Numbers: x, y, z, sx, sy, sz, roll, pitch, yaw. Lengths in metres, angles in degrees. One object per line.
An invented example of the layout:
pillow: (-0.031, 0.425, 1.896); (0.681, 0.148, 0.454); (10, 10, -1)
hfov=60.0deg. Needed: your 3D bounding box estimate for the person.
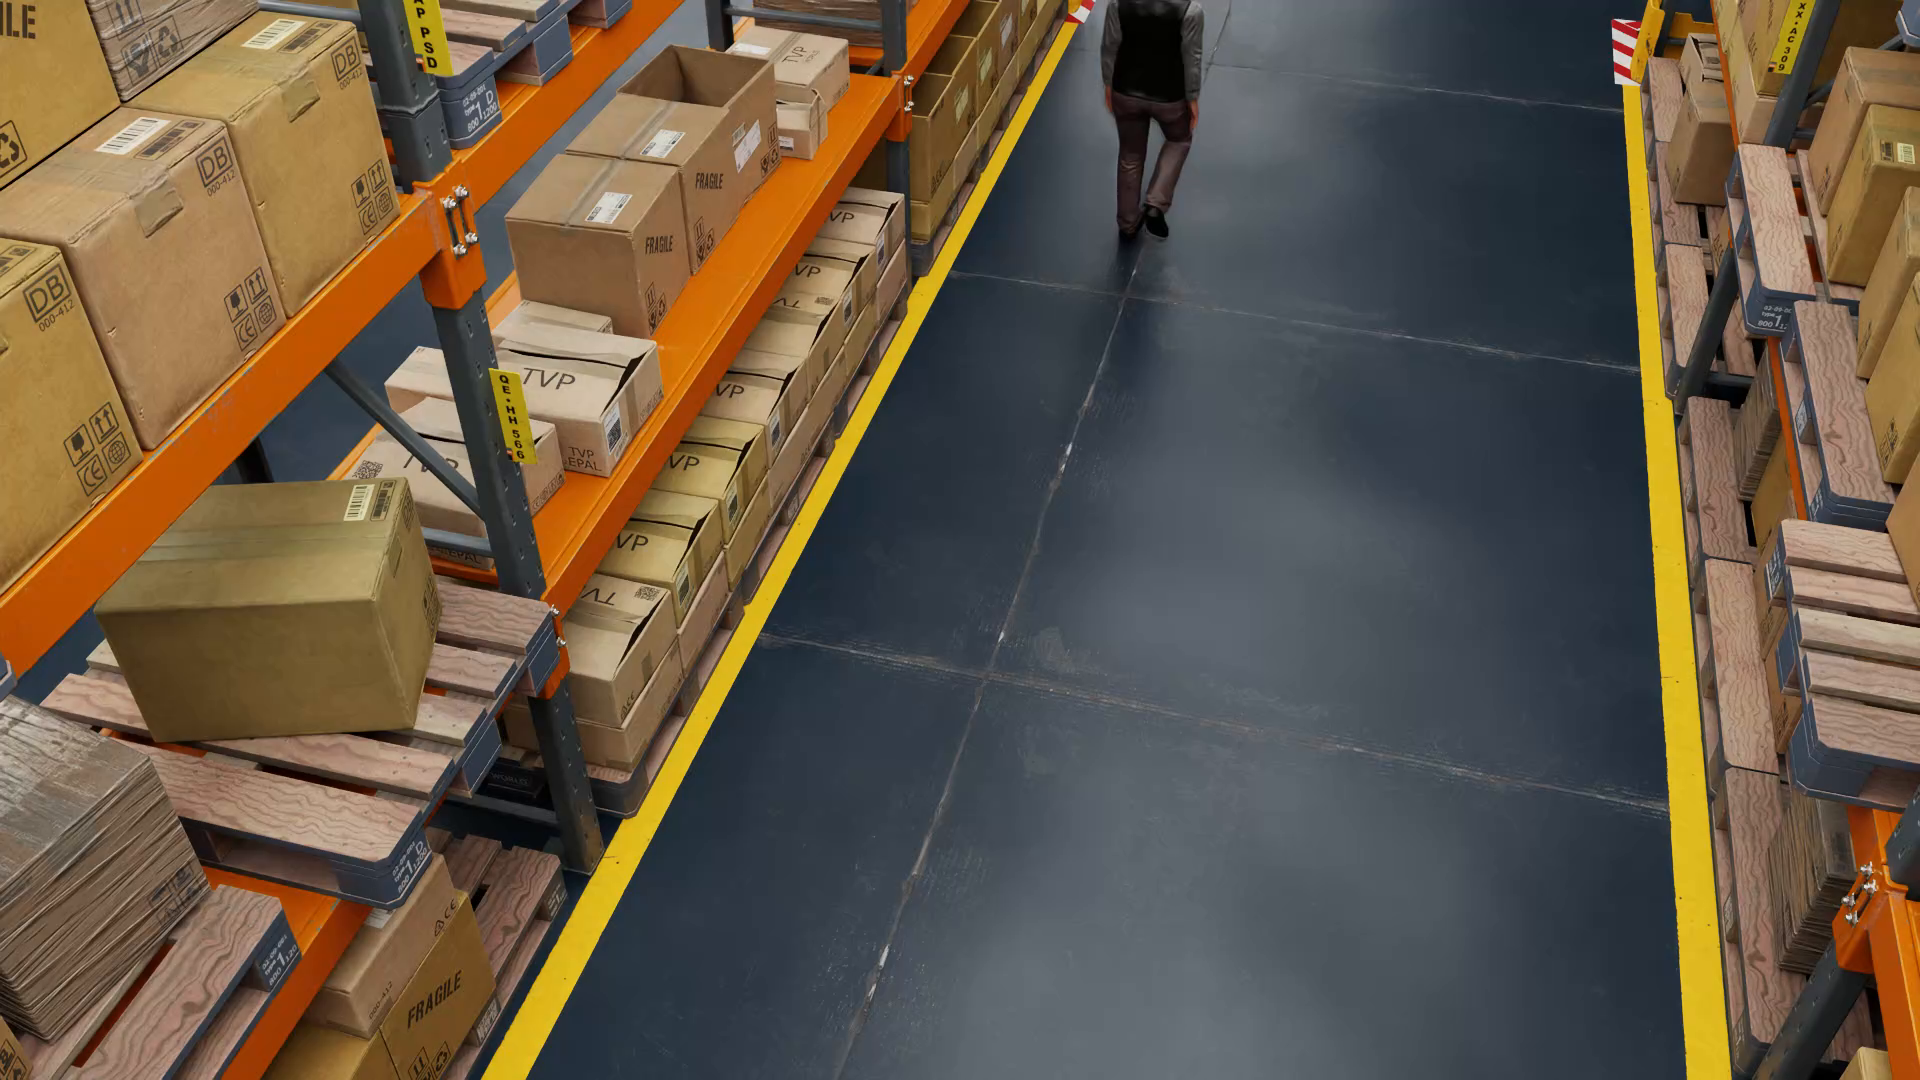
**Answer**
person: (1.033, -2.422, 8.952); (0.555, 1.709, 0.470); (11, 42, 12)
